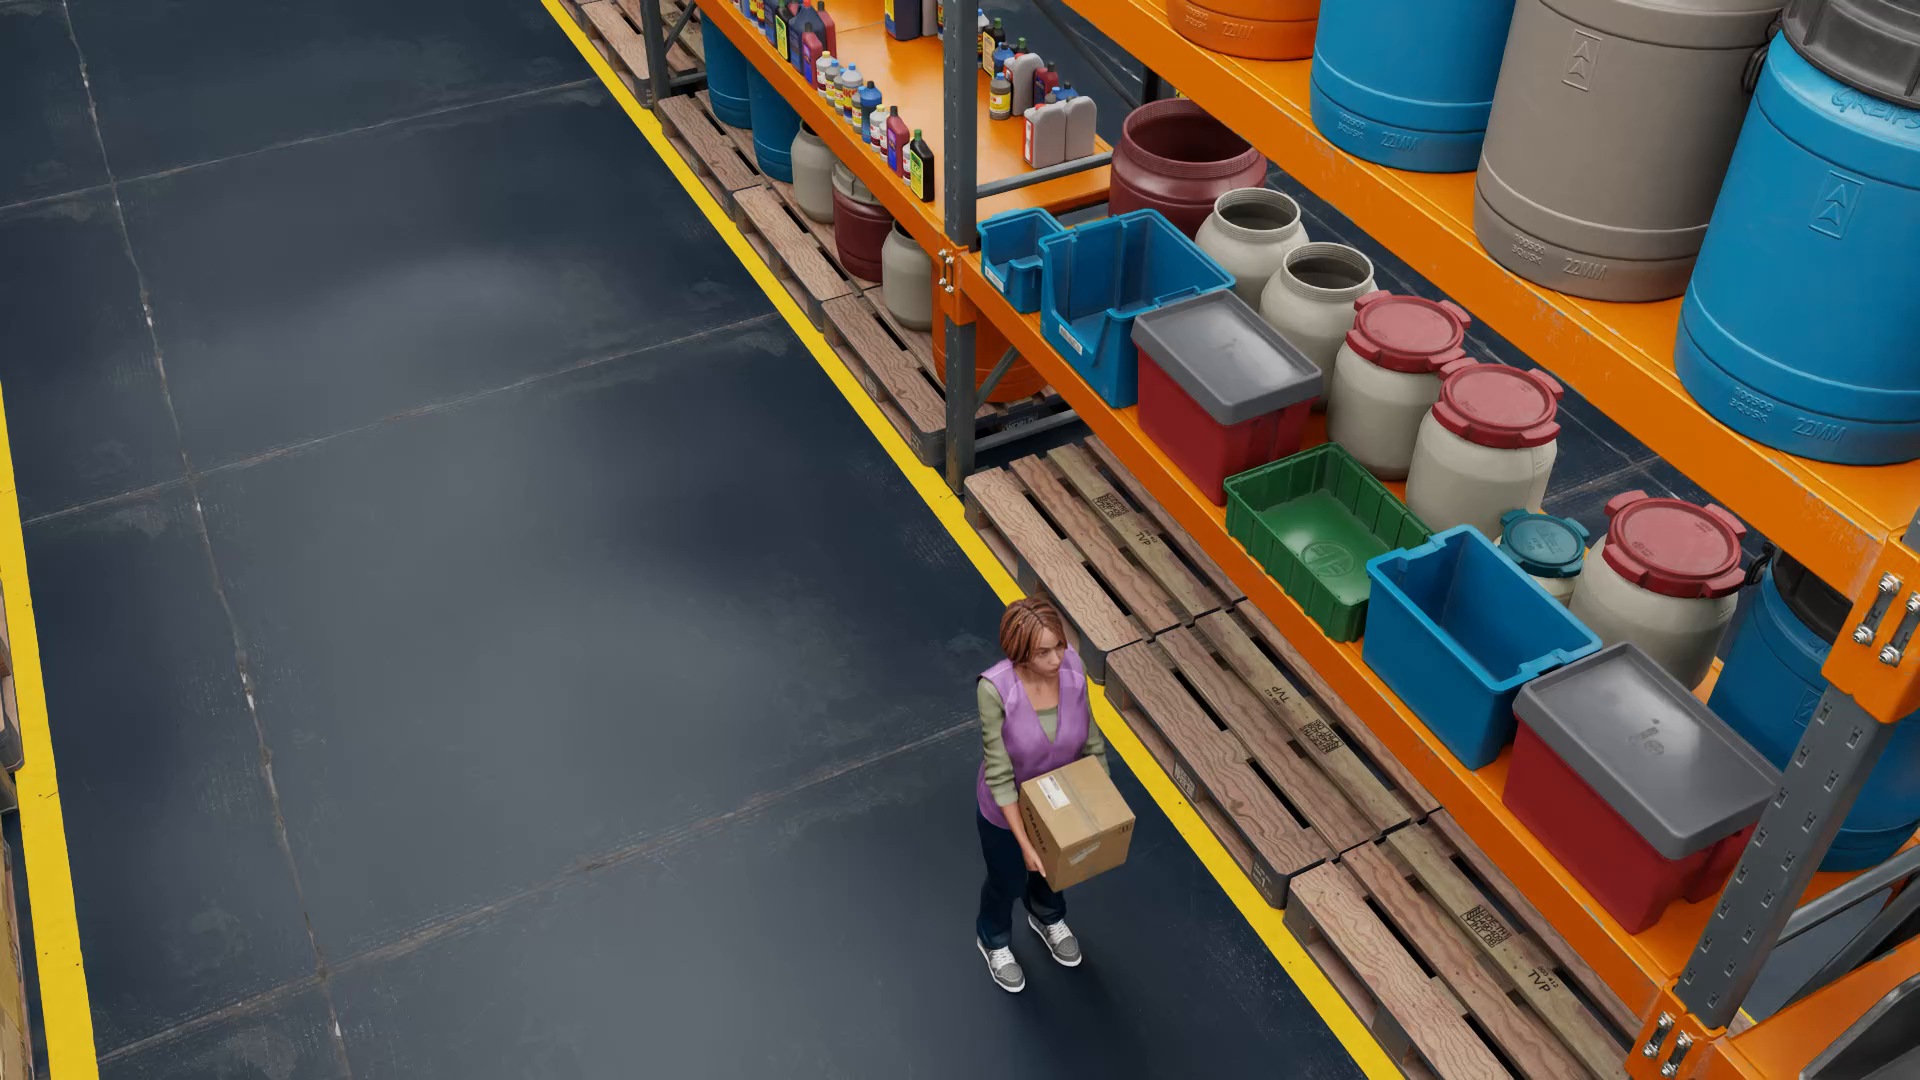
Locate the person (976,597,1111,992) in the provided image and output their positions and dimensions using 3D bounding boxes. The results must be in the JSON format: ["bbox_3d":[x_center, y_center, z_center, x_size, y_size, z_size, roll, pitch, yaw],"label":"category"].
[{"bbox_3d":[0.265,0.868,5.202,0.405,1.589,0.498,-19,45,-20],"label":"person"}]
